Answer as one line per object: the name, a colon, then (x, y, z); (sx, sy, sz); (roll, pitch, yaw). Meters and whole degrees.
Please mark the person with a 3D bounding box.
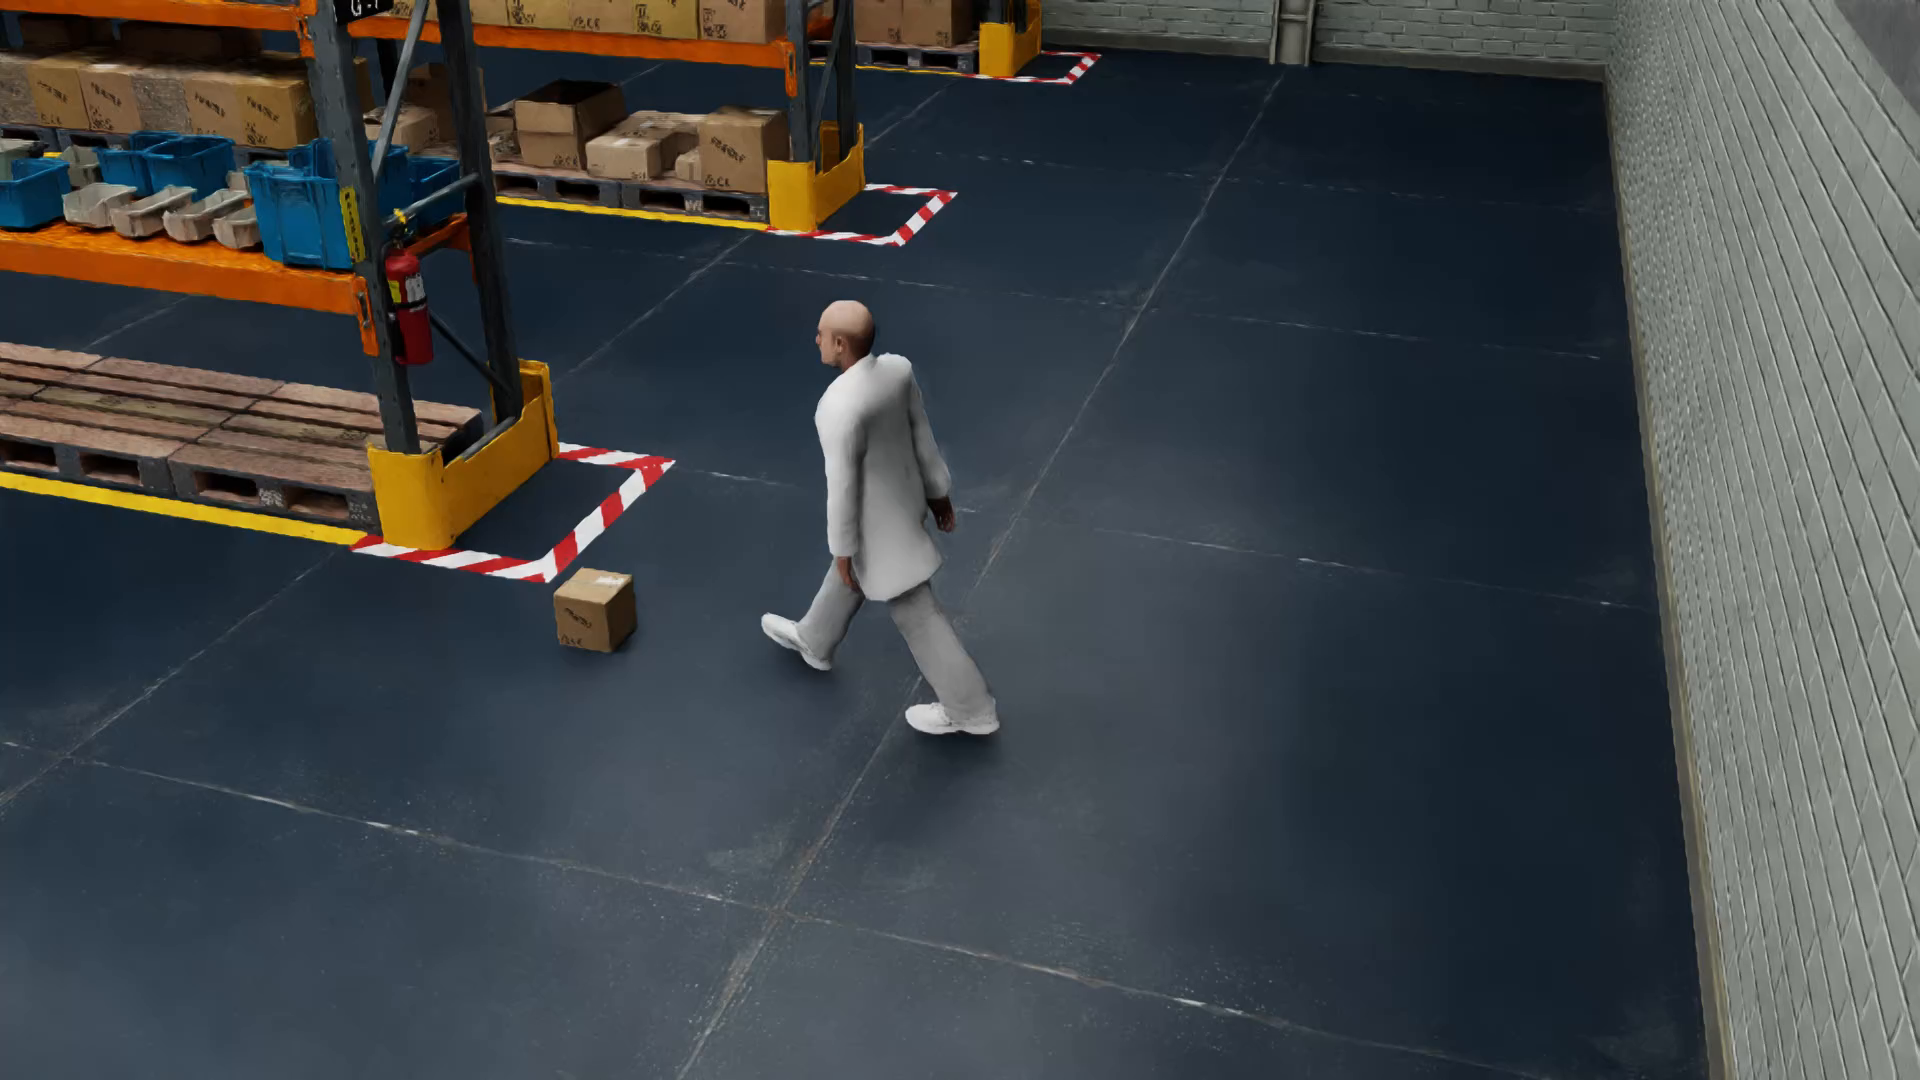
person: (-0.371, -0.113, 6.368); (1.151, 1.690, 0.616); (11, 31, 19)
